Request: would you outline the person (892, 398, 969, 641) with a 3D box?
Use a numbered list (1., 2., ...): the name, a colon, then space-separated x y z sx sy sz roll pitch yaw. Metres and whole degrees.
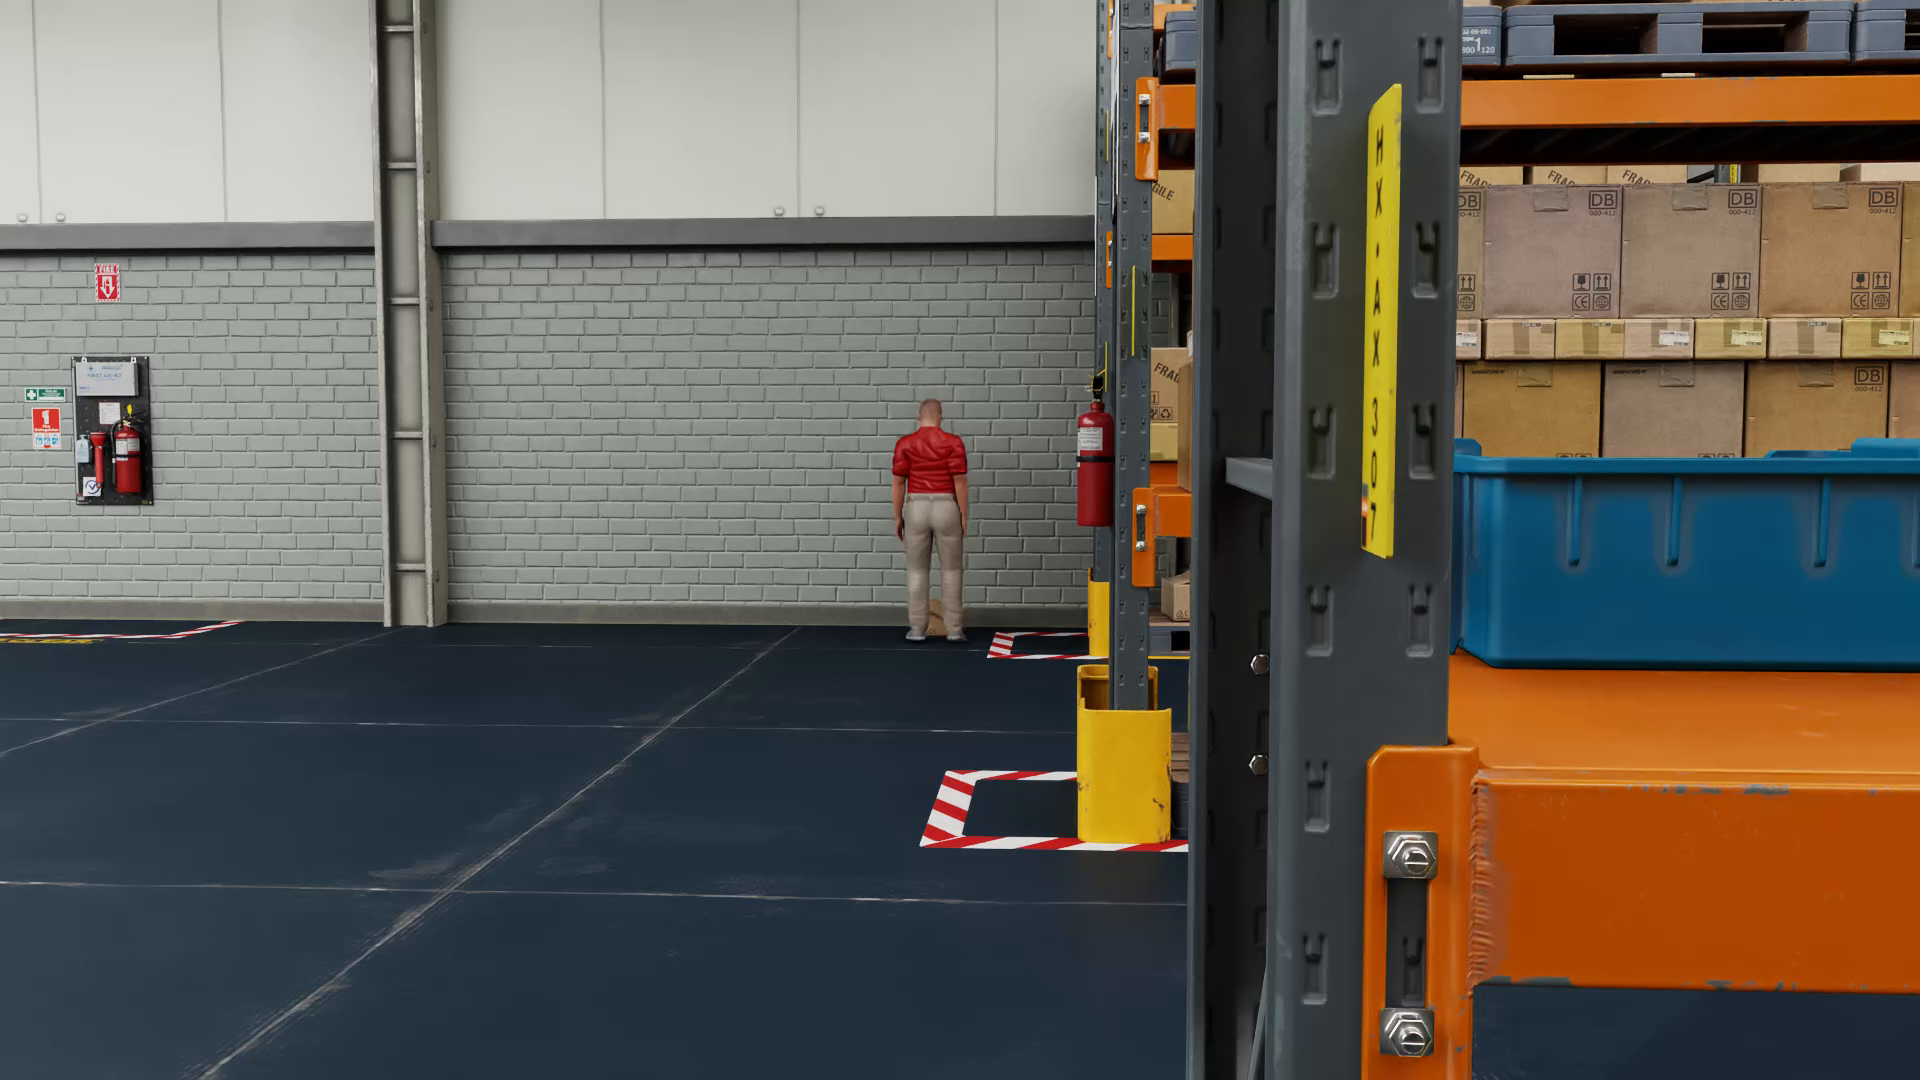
1. person: -0.206 -0.128 11.840 0.546 1.760 0.402 0 4 4
